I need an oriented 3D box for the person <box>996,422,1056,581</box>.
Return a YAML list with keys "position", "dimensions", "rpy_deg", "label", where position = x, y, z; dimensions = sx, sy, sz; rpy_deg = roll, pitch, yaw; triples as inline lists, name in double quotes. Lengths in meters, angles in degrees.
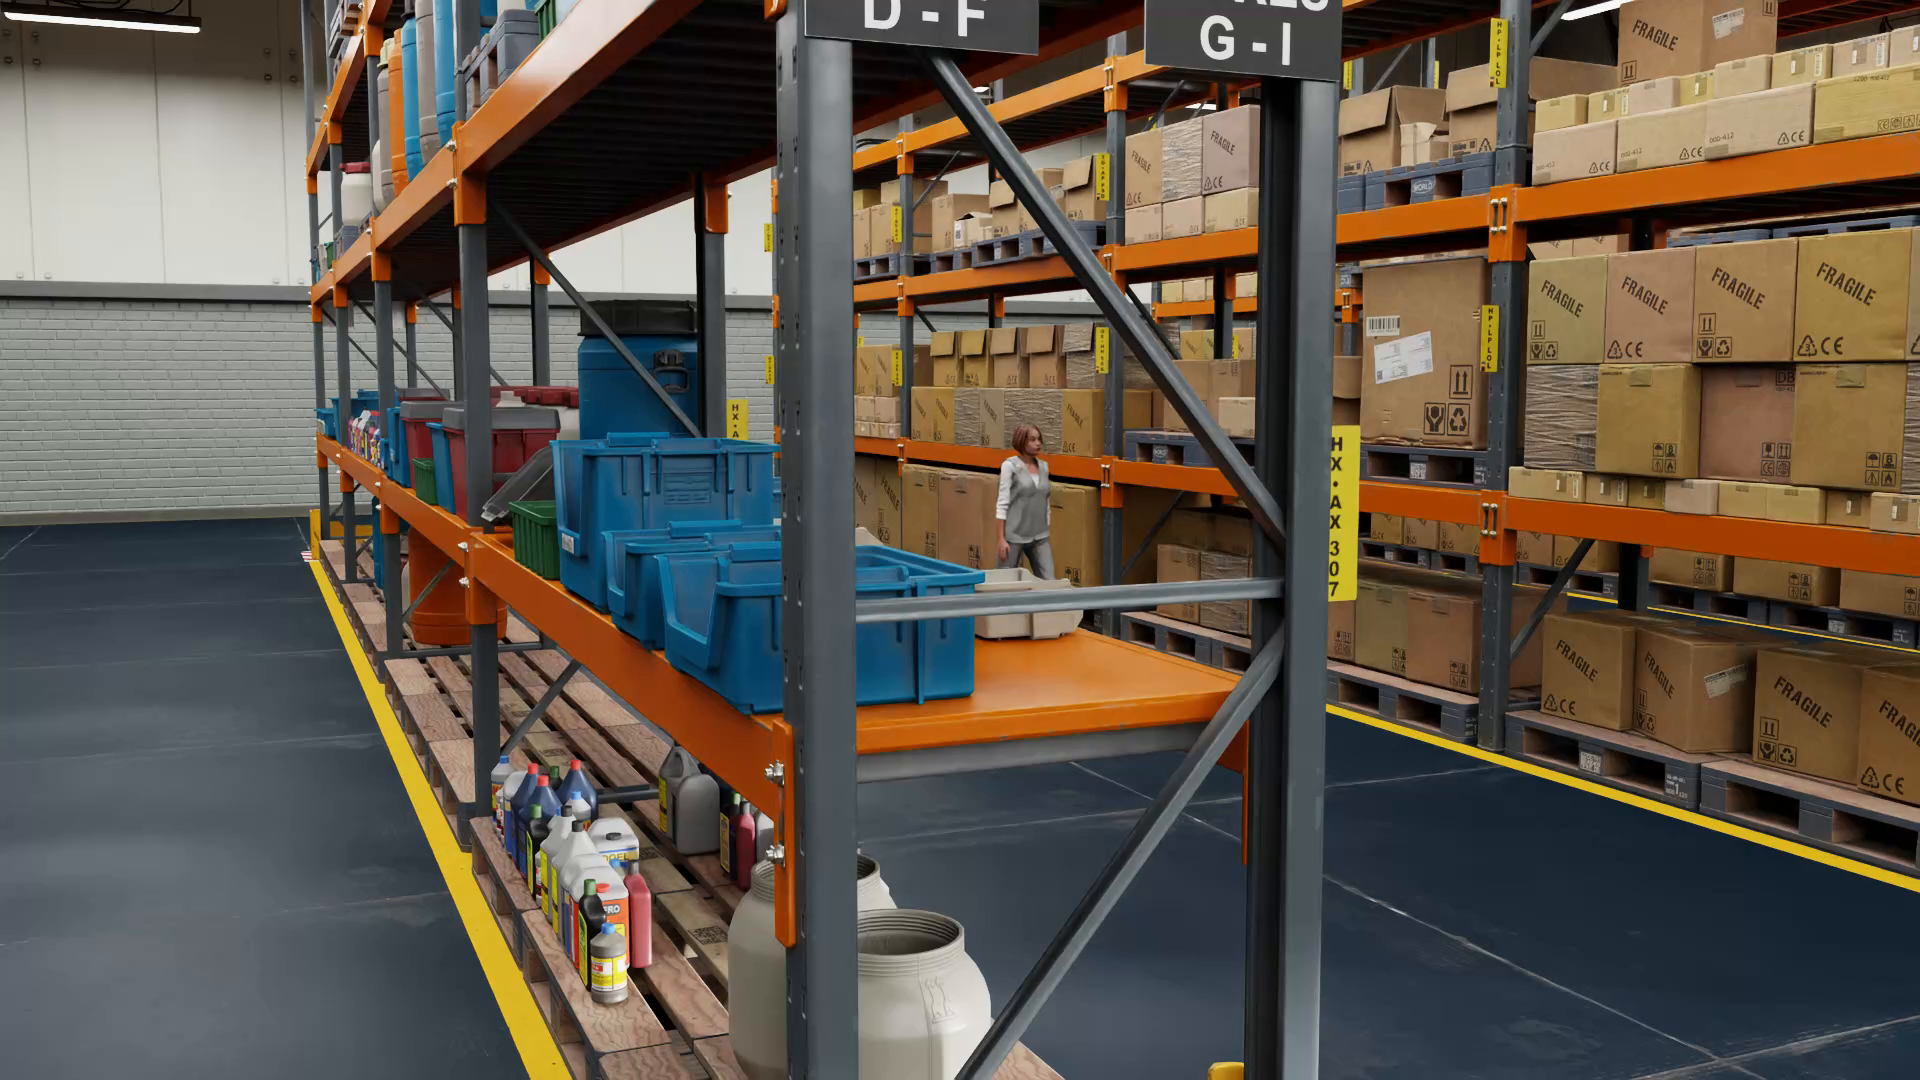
- position: [0.432, -0.002, 11.134]
  dimensions: [0.450, 1.567, 0.807]
  rpy_deg: [-3, 6, -29]
  label: "person"
